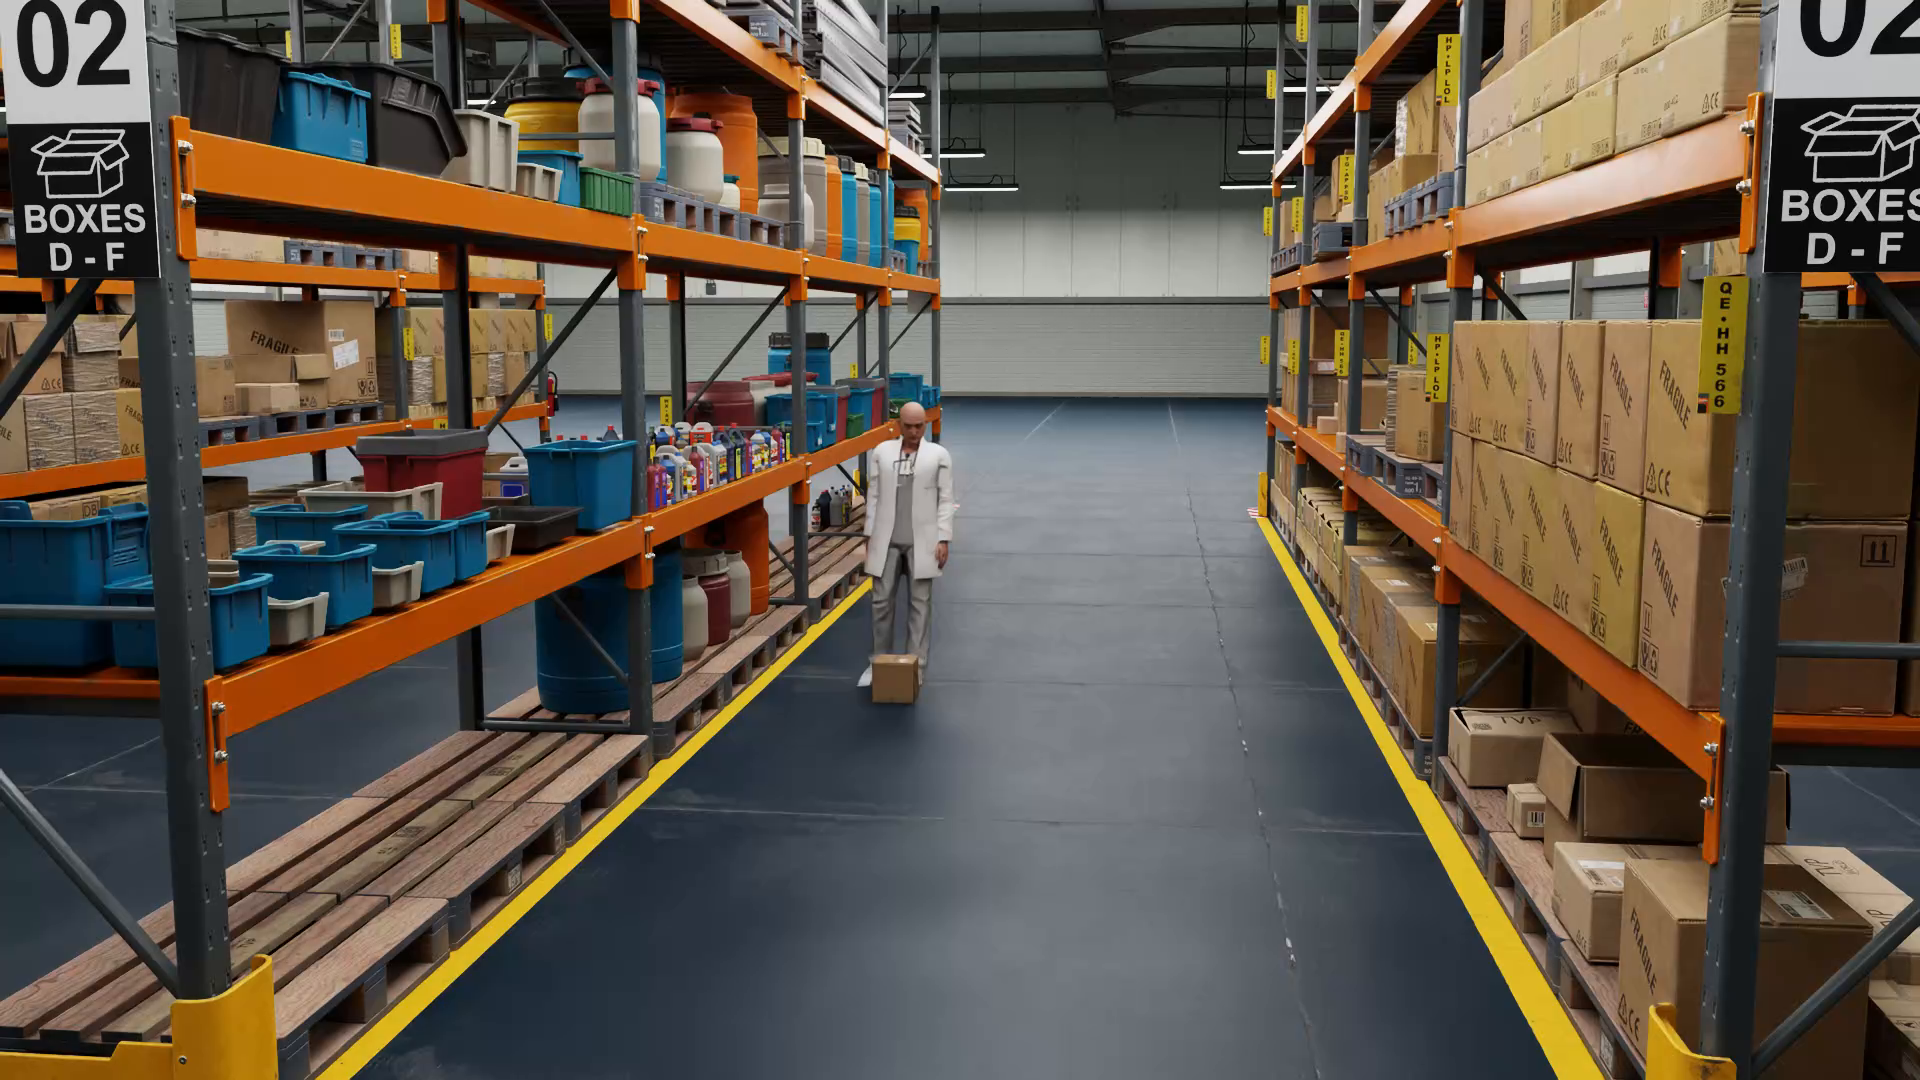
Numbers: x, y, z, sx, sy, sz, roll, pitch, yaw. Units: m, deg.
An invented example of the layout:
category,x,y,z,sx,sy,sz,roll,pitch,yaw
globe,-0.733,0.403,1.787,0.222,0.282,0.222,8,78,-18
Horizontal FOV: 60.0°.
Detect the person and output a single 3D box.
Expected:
category,x,y,z,sx,sy,sz,roll,pitch,yaw
person,-0.348,0.041,10.546,0.603,1.820,0.461,1,7,6
